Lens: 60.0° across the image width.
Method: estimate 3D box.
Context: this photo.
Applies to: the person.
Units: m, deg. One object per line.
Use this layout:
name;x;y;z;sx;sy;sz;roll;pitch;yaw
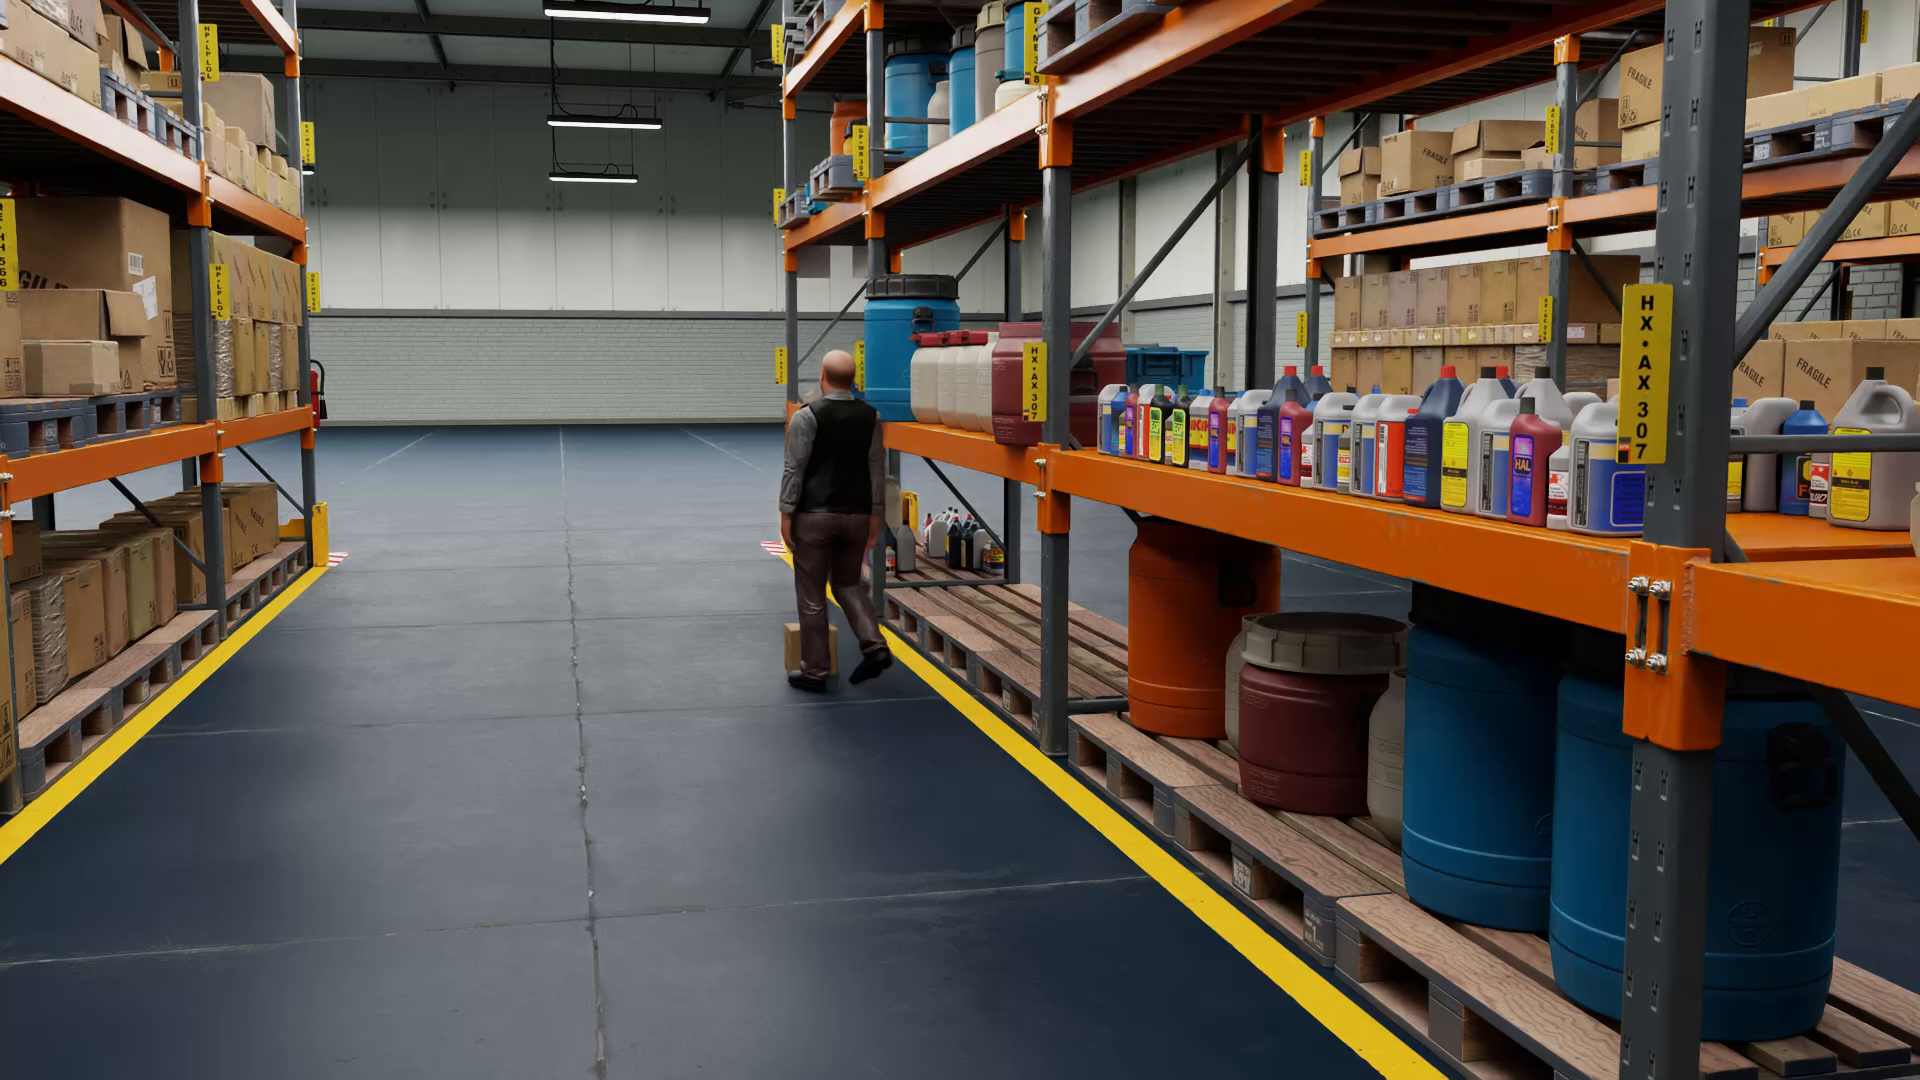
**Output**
person;-0.656;-0.096;8.410;0.563;1.721;0.529;-4;7;-33
